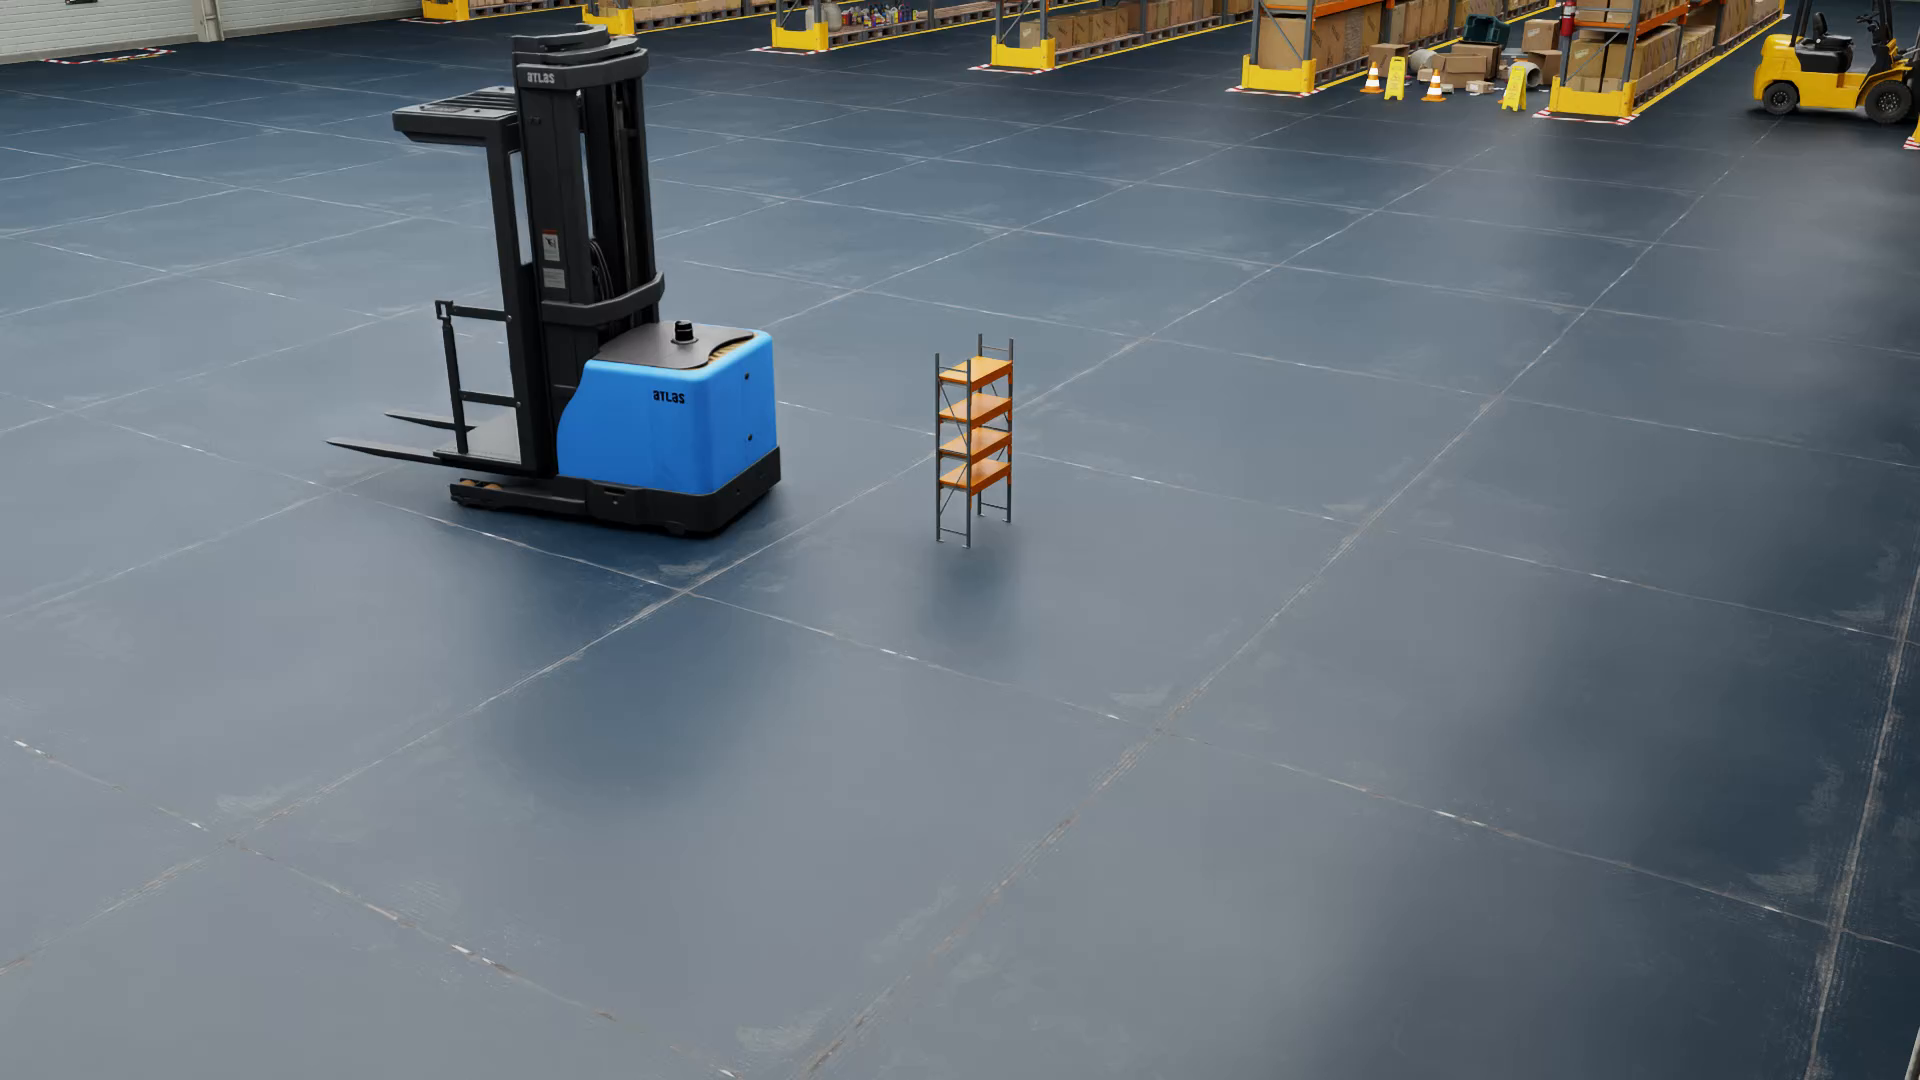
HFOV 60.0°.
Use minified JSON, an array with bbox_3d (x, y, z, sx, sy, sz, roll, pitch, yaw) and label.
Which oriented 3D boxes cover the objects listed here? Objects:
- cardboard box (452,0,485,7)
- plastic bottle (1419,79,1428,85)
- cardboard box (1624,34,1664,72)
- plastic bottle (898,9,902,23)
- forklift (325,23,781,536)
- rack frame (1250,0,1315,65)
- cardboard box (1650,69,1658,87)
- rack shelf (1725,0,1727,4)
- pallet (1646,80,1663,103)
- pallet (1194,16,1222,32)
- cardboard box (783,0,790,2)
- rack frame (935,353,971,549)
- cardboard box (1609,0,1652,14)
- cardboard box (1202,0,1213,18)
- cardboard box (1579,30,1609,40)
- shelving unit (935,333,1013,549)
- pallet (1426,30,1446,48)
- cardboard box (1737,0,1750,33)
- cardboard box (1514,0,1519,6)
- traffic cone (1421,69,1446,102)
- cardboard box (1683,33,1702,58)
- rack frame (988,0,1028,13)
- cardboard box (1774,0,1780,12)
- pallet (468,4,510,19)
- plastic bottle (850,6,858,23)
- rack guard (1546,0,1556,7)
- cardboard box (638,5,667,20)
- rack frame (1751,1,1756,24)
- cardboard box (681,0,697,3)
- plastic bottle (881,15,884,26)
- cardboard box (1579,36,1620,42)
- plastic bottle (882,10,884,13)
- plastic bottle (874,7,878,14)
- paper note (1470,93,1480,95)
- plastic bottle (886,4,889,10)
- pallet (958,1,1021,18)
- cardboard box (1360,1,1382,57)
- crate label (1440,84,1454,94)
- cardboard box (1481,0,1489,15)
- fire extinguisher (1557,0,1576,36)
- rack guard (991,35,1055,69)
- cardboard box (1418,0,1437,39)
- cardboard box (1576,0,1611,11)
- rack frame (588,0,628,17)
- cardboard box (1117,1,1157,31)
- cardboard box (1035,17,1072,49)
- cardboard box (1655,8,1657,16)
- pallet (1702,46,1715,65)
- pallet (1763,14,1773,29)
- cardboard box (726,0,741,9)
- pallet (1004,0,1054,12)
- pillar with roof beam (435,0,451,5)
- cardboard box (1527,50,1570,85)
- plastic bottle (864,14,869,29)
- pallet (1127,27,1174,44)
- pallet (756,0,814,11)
[{"bbox_3d":[-11.089,-12.209,37.506,0.500,0.311,0.500,11,26,23],"label":"cardboard box"},{"bbox_3d":[7.803,-7.719,28.003,0.133,0.061,0.283,5,24,11],"label":"plastic bottle"},{"bbox_3d":[10.729,-7.678,26.198,0.500,0.500,0.500,14,27,30],"label":"cardboard box"},{"bbox_3d":[-1.251,-10.849,34.400,0.061,0.283,0.133,16,28,32],"label":"plastic bottle"},{"bbox_3d":[-2.755,-1.722,10.537,3.031,2.935,1.130,8,25,19],"label":"forklift"},{"bbox_3d":[5.254,-8.838,26.891,1.000,3.000,0.127,14,27,29],"label":"rack frame"},{"bbox_3d":[10.726,-7.338,26.357,0.500,0.250,0.500,16,28,32],"label":"cardboard box"},{"bbox_3d":[14.788,-10.880,32.512,1.077,0.370,4.000,14,27,29],"label":"rack shelf"},{"bbox_3d":[10.656,-7.258,26.750,1.003,0.211,1.213,14,27,29],"label":"pallet"},{"bbox_3d":[4.900,-11.069,35.553,1.003,0.211,1.213,14,27,29],"label":"pallet"},{"bbox_3d":[-4.245,-12.702,38.748,0.500,0.250,0.500,13,27,27],"label":"cardboard box"},{"bbox_3d":[-0.041,-0.524,9.950,0.240,1.200,0.015,14,27,29],"label":"rack frame"},{"bbox_3d":[9.999,-8.119,24.729,0.500,0.500,0.500,13,27,28],"label":"cardboard box"},{"bbox_3d":[4.977,-11.436,35.485,0.700,0.500,0.500,12,26,26],"label":"cardboard box"},{"bbox_3d":[9.851,-7.871,25.828,0.380,0.149,0.250,15,27,30],"label":"cardboard box"},{"bbox_3d":[0.087,-0.606,10.141,0.258,1.200,0.503,14,27,29],"label":"shelving unit"},{"bbox_3d":[8.994,-10.008,33.103,1.003,0.211,1.213,14,27,29],"label":"pallet"},{"bbox_3d":[15.114,-10.570,33.037,0.875,0.875,0.875,15,27,30],"label":"cardboard box"},{"bbox_3d":[12.368,-12.109,37.506,0.380,0.149,0.250,13,27,28],"label":"cardboard box"},{"bbox_3d":[7.522,-7.204,26.309,0.336,0.463,0.334,14,27,29],"label":"traffic cone"},{"bbox_3d":[12.639,-8.828,29.646,0.950,0.372,0.625,15,28,31],"label":"cardboard box"},{"bbox_3d":[1.106,-13.650,38.005,1.000,3.000,0.127,14,27,29],"label":"rack frame"},{"bbox_3d":[17.690,-12.008,36.910,0.875,0.438,0.875,13,27,27],"label":"cardboard box"},{"bbox_3d":[-11.032,-12.039,37.793,1.003,0.211,1.213,14,27,29],"label":"pallet"},{"bbox_3d":[-2.204,-10.831,34.273,0.144,0.351,0.185,15,28,31],"label":"plastic bottle"},{"bbox_3d":[13.654,-13.066,39.802,1.175,0.500,0.348,14,27,29],"label":"rack guard"},{"bbox_3d":[-6.588,-11.224,35.334,0.500,0.250,0.500,14,27,29],"label":"cardboard box"},{"bbox_3d":[15.843,-11.885,33.929,1.000,3.000,0.127,14,27,29],"label":"rack frame"},{"bbox_3d":[-6.055,-11.904,35.961,0.500,0.500,0.500,14,27,29],"label":"cardboard box"},{"bbox_3d":[-1.607,-10.597,33.922,0.097,0.201,0.097,0,23,0],"label":"plastic bottle"},{"bbox_3d":[9.987,-7.612,26.046,0.500,0.500,0.500,15,28,31],"label":"cardboard box"},{"bbox_3d":[-1.550,-10.772,34.222,0.061,0.283,0.133,14,27,29],"label":"plastic bottle"},{"bbox_3d":[-1.756,-10.990,34.741,0.097,0.271,0.097,0,23,0],"label":"plastic bottle"},{"bbox_3d":[8.321,-7.209,26.864,0.148,0.019,0.142,5,24,11],"label":"paper note"},{"bbox_3d":[-1.544,-11.234,35.305,0.097,0.271,0.097,0,23,0],"label":"plastic bottle"},{"bbox_3d":[0.664,-12.117,37.974,1.003,0.211,1.213,14,27,29],"label":"pallet"},{"bbox_3d":[6.973,-9.208,29.891,0.875,0.875,0.875,14,27,30],"label":"cardboard box"},{"bbox_3d":[7.884,-7.333,27.017,0.250,0.136,0.298,1,23,2],"label":"crate label"},{"bbox_3d":[10.863,-11.286,35.163,0.500,0.500,0.500,13,27,28],"label":"cardboard box"},{"bbox_3d":[9.061,-7.858,24.722,0.296,0.674,0.183,14,27,29],"label":"fire extinguisher"},{"bbox_3d":[1.134,-8.790,29.926,1.175,0.500,0.348,14,27,29],"label":"rack guard"},{"bbox_3d":[8.618,-10.216,32.377,1.050,0.750,0.750,14,27,30],"label":"cardboard box"},{"bbox_3d":[9.565,-8.258,25.051,0.500,0.500,0.500,13,27,28],"label":"cardboard box"},{"bbox_3d":[-7.320,-11.989,34.169,1.000,3.000,0.127,14,27,29],"label":"rack frame"},{"bbox_3d":[3.546,-10.519,33.366,0.700,0.500,0.500,12,26,25],"label":"cardboard box"},{"bbox_3d":[1.724,-9.374,30.745,0.500,0.500,0.500,-20,31,-39],"label":"cardboard box"},{"bbox_3d":[10.479,-8.122,25.553,0.380,0.149,0.250,15,27,30],"label":"cardboard box"},{"bbox_3d":[13.320,-8.992,30.756,1.003,0.211,1.213,14,27,29],"label":"pallet"},{"bbox_3d":[16.953,-11.259,35.993,1.003,0.211,1.213,14,27,29],"label":"pallet"},{"bbox_3d":[-5.269,-12.068,37.283,0.500,0.250,0.500,14,27,29],"label":"cardboard box"},{"bbox_3d":[1.486,-12.645,39.194,1.003,0.211,1.213,14,27,29],"label":"pallet"},{"bbox_3d":[-8.239,-15.294,34.252,9.100,9.000,0.400,14,27,29],"label":"pillar with roof beam"},{"bbox_3d":[9.902,-7.963,28.011,0.500,0.500,0.500,-7,24,-17],"label":"cardboard box"},{"bbox_3d":[-1.893,-10.446,33.485,0.097,0.271,0.097,0,23,0],"label":"plastic bottle"},{"bbox_3d":[3.613,-10.245,33.651,1.003,0.211,1.213,14,27,29],"label":"pallet"},{"bbox_3d":[-4.212,-12.730,39.390,1.003,0.211,1.213,14,27,29],"label":"pallet"}]
